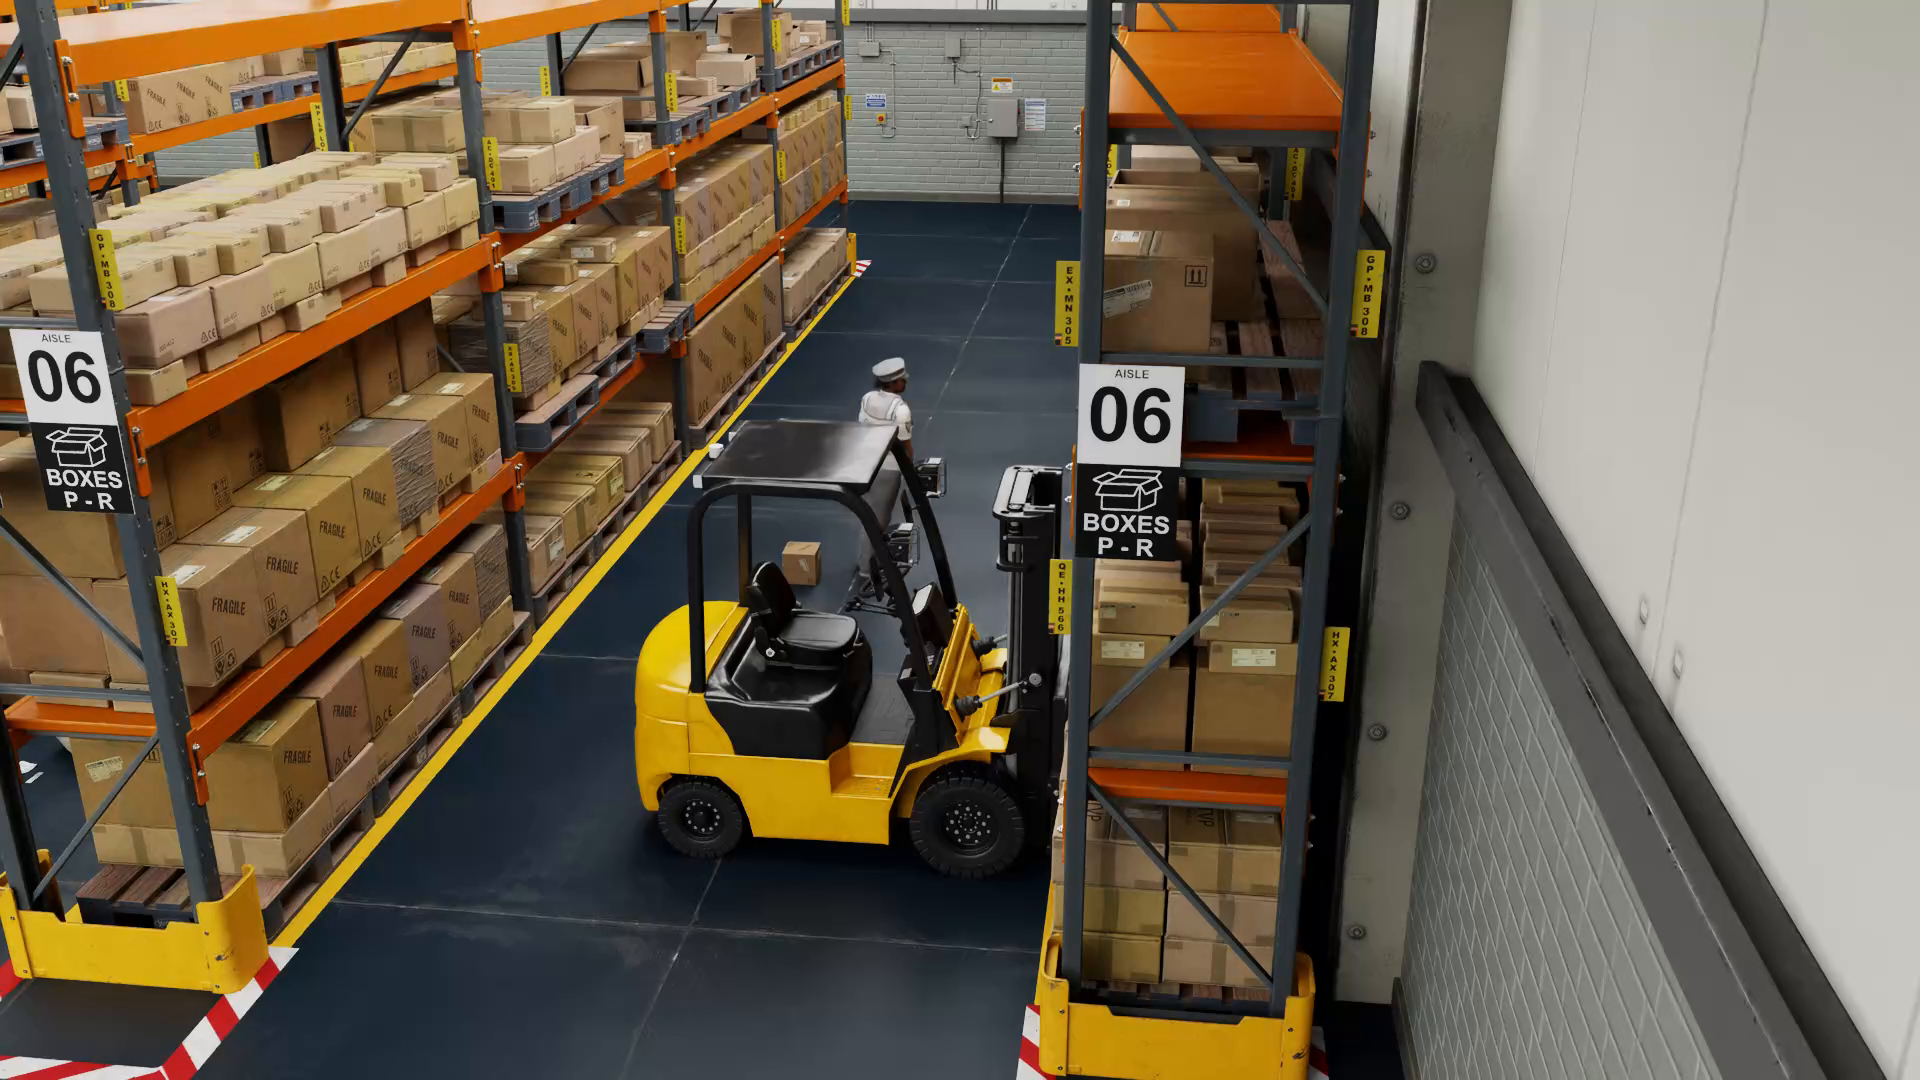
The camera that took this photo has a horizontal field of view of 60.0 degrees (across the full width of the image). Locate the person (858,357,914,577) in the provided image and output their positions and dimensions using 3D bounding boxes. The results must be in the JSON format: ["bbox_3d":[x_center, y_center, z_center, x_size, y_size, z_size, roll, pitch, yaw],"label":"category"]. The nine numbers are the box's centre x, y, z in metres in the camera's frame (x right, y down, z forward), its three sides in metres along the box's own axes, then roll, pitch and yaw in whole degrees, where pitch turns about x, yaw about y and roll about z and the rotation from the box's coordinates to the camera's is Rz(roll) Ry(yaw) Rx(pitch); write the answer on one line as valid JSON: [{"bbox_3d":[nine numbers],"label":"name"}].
[{"bbox_3d":[-0.590,-0.541,12.416,0.452,1.675,0.580,-18,28,-38],"label":"person"}]
